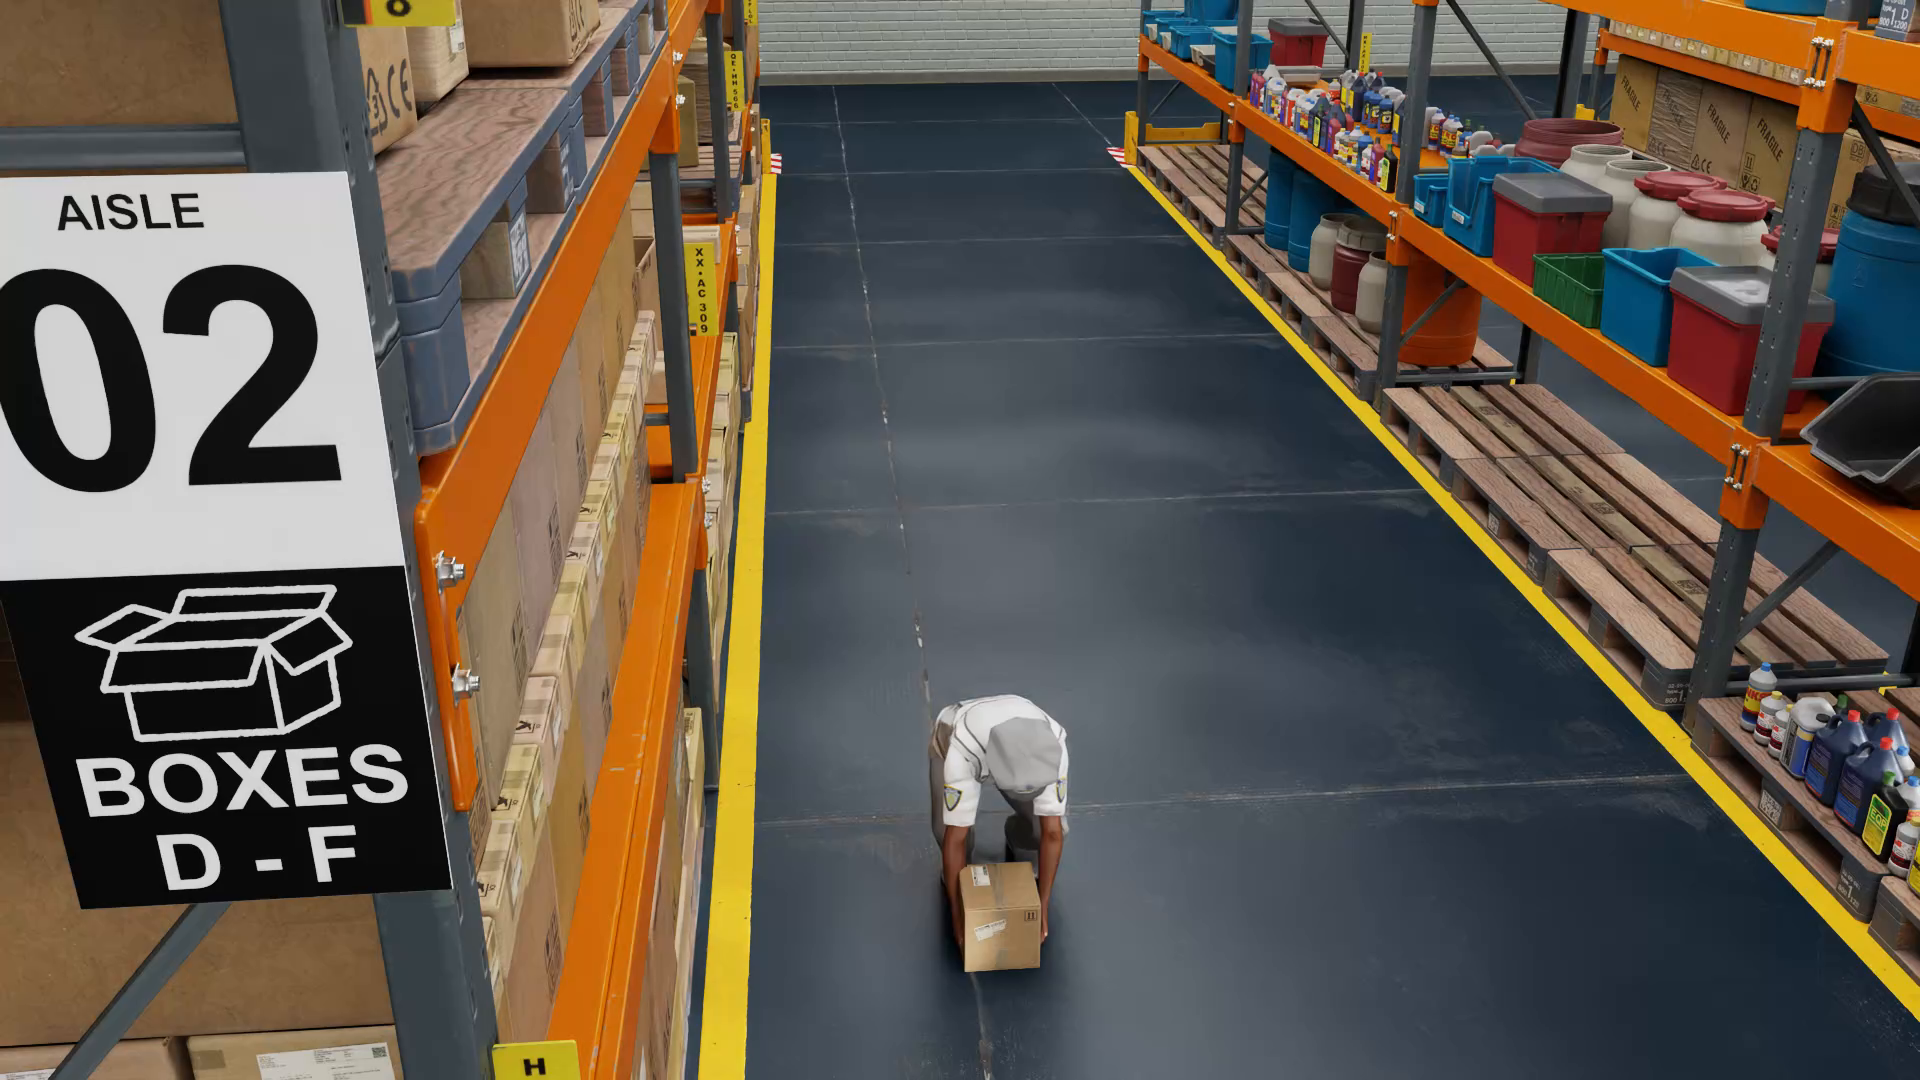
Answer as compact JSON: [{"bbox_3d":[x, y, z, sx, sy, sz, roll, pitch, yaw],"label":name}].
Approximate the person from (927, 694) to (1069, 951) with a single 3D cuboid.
[{"bbox_3d":[0.131,0.854,5.718,0.473,0.843,0.871,-2,24,-5],"label":"person"}]
